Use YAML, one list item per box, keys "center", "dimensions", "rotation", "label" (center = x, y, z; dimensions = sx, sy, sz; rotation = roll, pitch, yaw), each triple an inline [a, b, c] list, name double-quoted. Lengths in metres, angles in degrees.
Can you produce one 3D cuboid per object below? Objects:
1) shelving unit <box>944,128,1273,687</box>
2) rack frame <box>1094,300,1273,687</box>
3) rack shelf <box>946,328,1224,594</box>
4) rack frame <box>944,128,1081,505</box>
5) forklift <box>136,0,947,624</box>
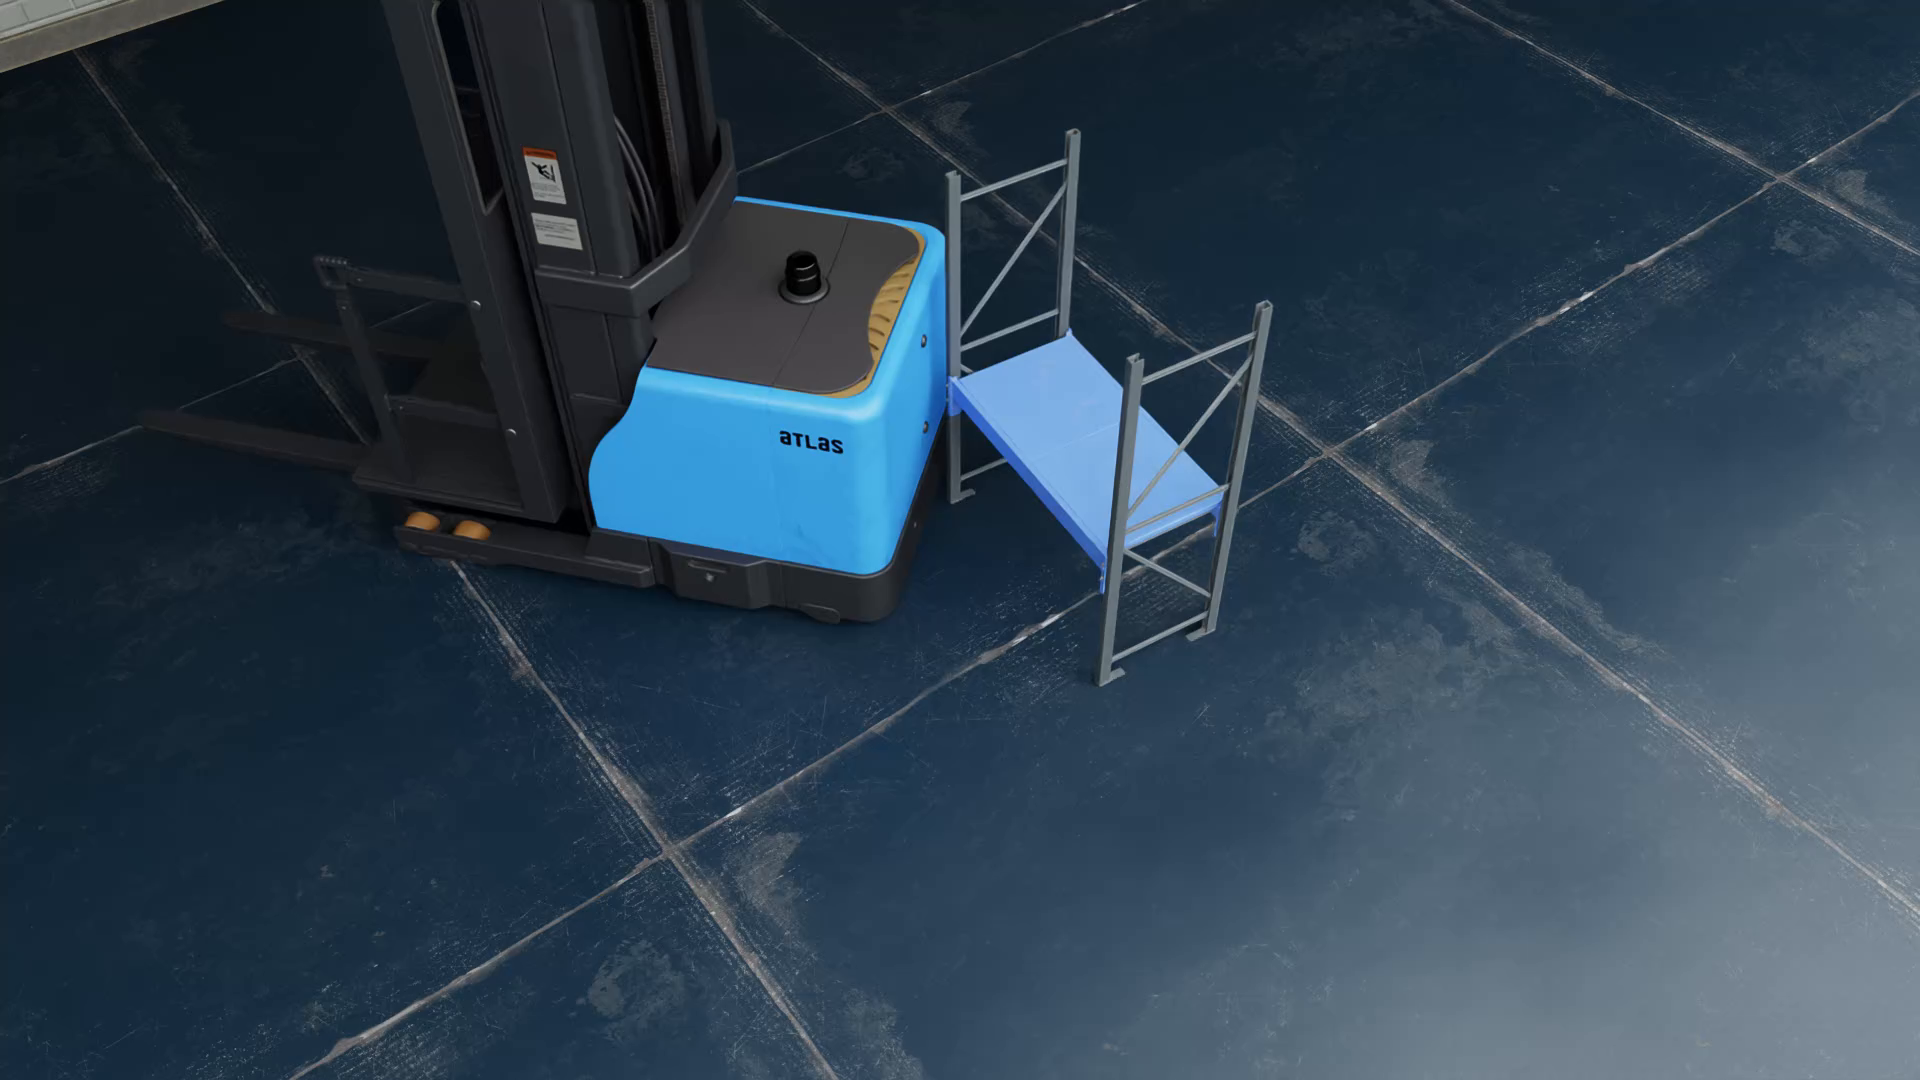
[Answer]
- center: [0.432, -0.419, 5.617]
  dimensions: [0.538, 1.500, 1.048]
  rotation: [-24, 52, -20]
  label: "shelving unit"
- center: [0.691, -0.095, 5.324]
  dimensions: [0.500, 1.500, 0.032]
  rotation: [-24, 52, -20]
  label: "rack frame"
- center: [0.432, -0.298, 5.751]
  dimensions: [0.538, 0.185, 1.000]
  rotation: [-24, 52, -20]
  label: "rack shelf"
- center: [0.173, -0.743, 5.911]
  dimensions: [0.500, 1.500, 0.032]
  rotation: [-24, 52, -20]
  label: "rack frame"
- center: [-1.602, -1.267, 5.420]
  dimensions: [3.031, 2.935, 1.130]
  rotation: [10, 49, 9]
  label: "forklift"
